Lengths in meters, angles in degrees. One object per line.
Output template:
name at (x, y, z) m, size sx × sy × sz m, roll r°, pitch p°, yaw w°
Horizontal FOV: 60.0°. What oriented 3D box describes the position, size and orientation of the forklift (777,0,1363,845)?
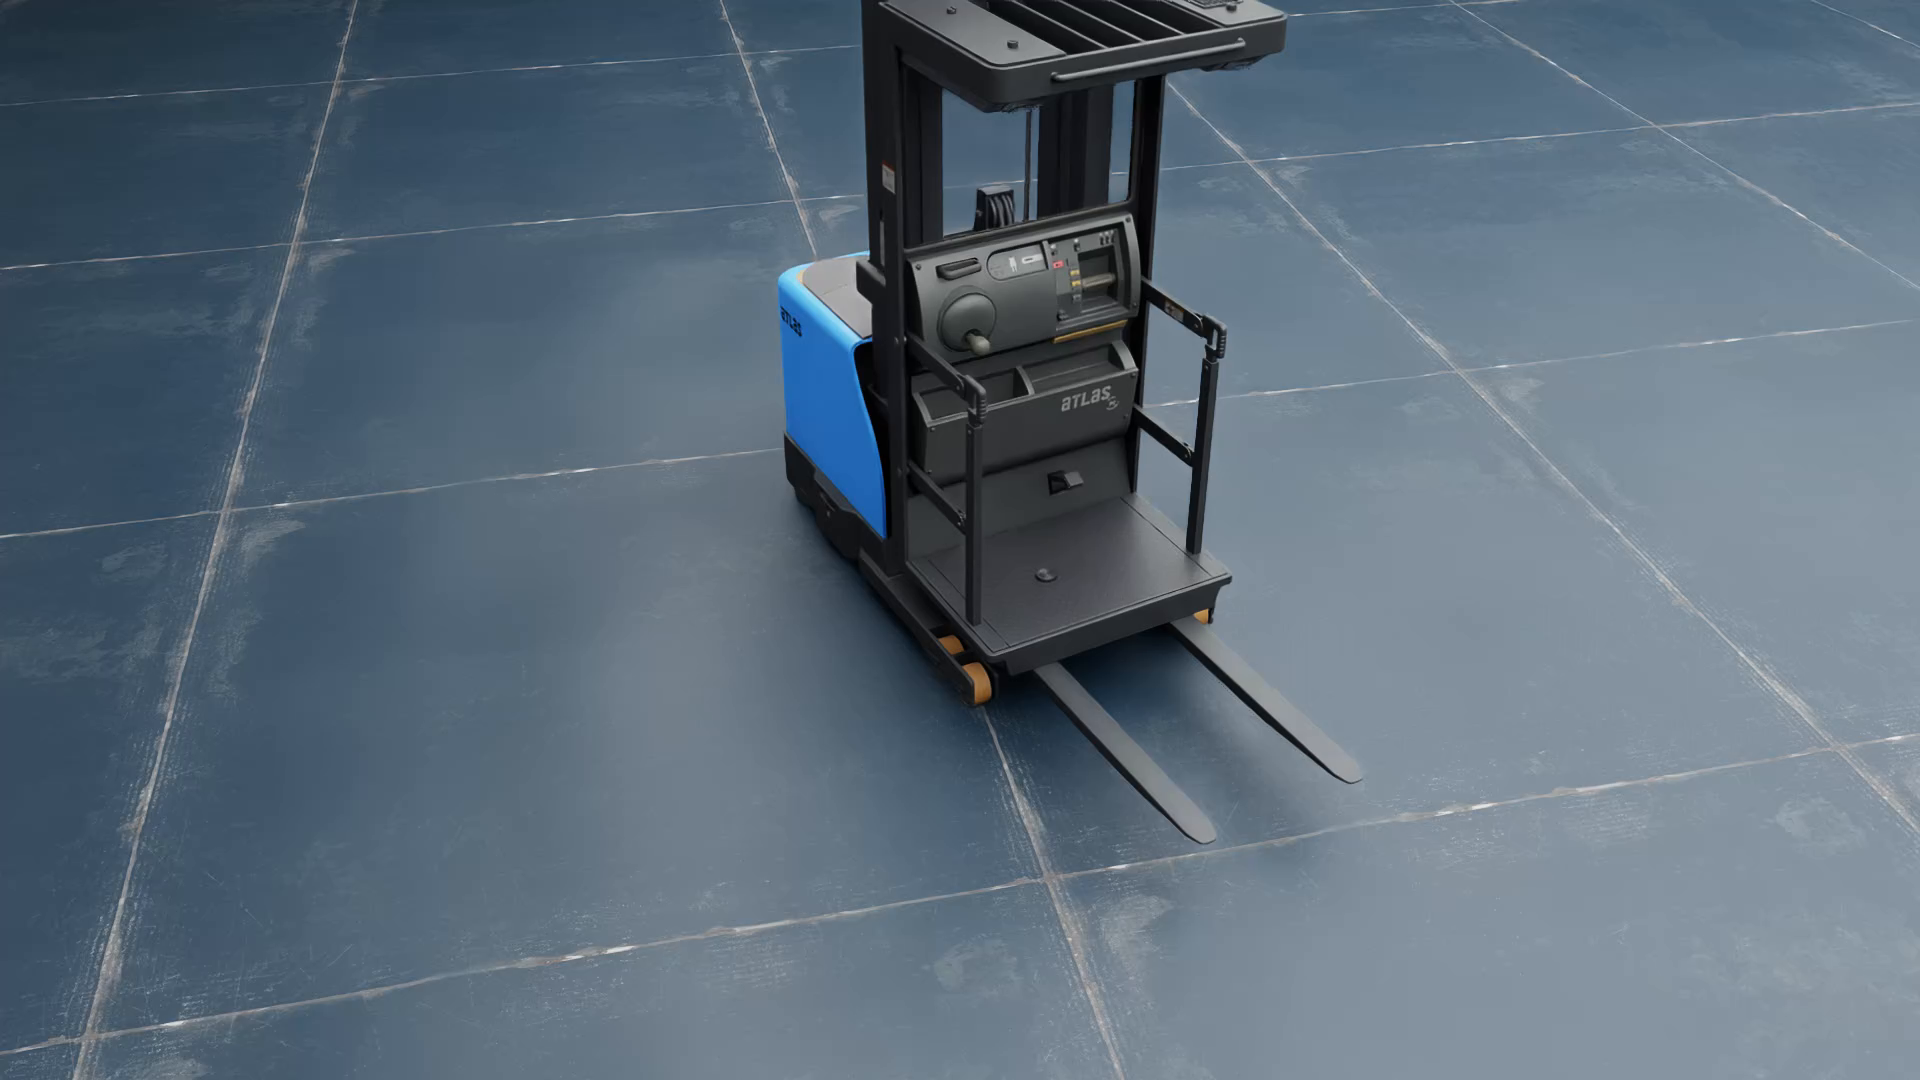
forklift at (0.356, -0.876, 5.925) m, size 1.130 × 2.935 × 3.031 m, roll -17°, pitch 37°, yaw -23°
